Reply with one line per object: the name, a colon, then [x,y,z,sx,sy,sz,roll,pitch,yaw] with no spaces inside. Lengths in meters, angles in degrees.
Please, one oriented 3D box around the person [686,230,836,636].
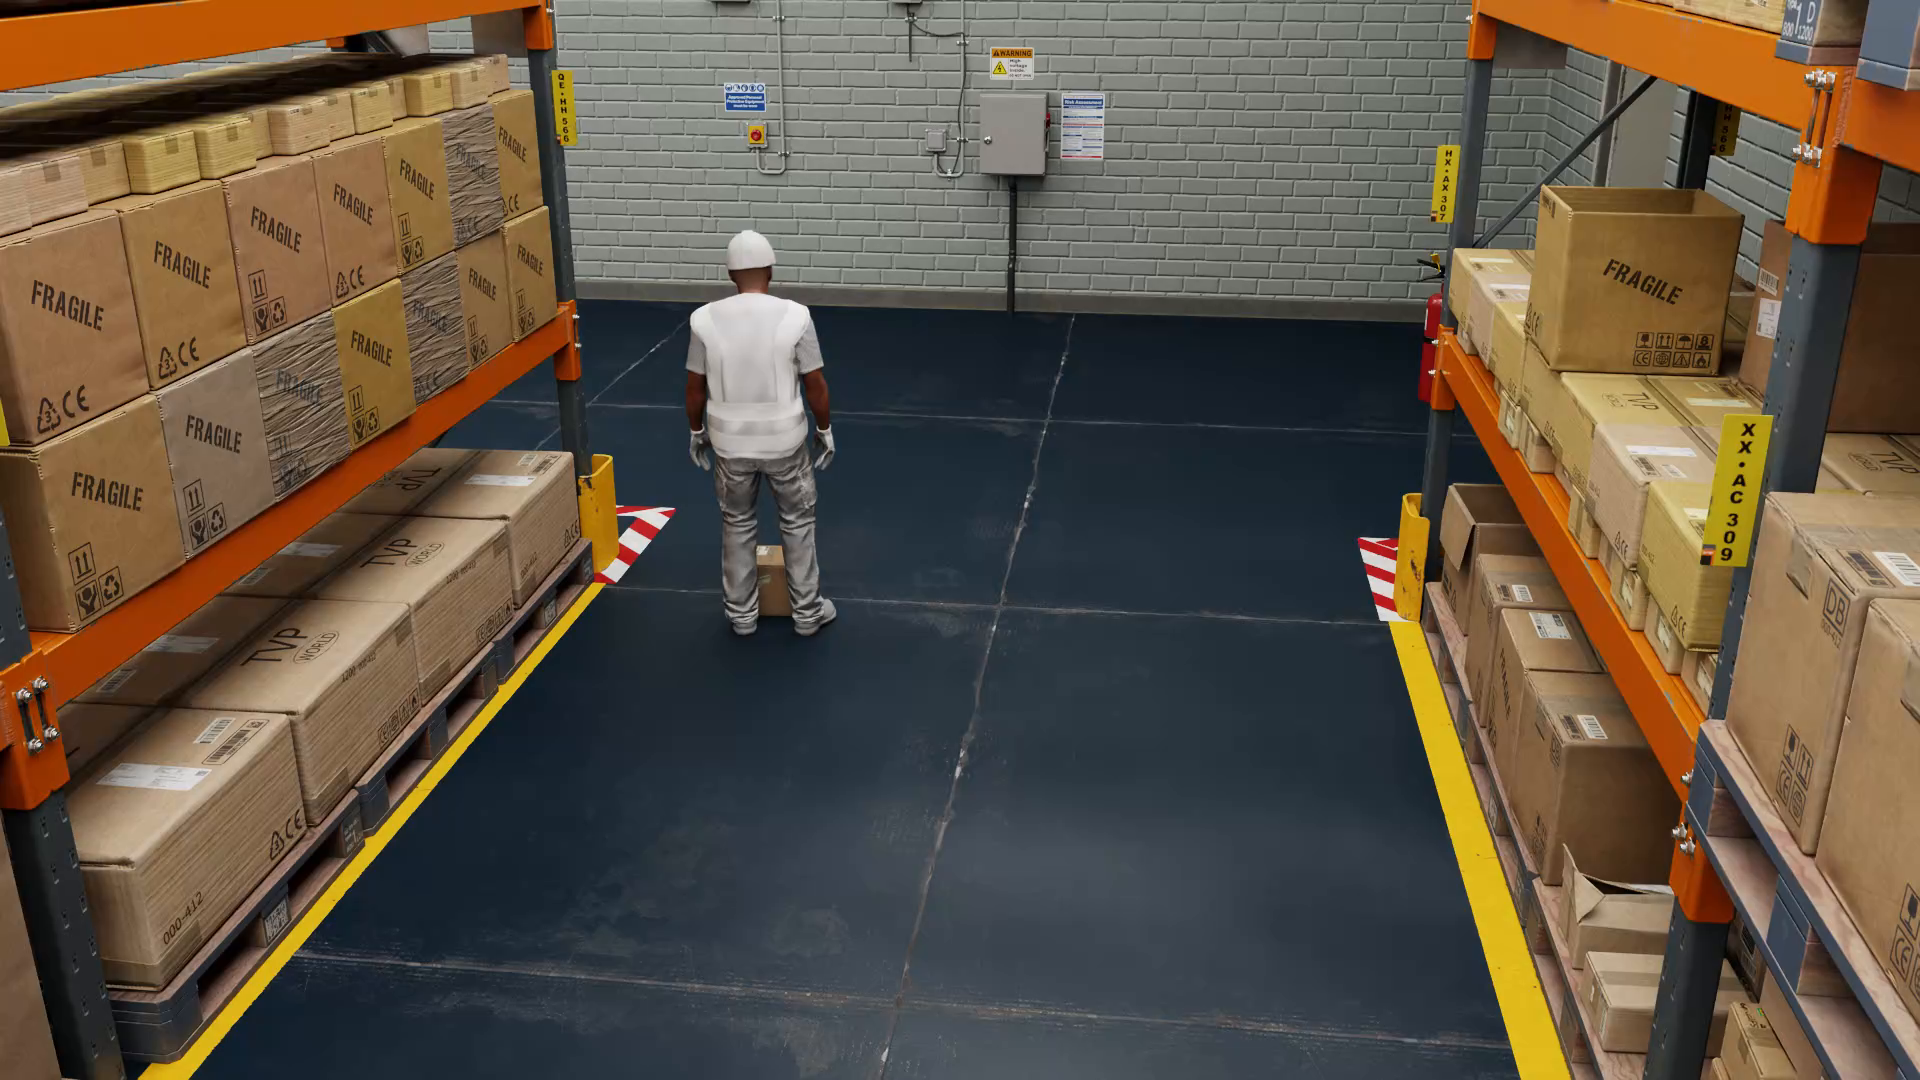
person: [-0.864,-0.442,7.219,0.633,1.775,0.447,1,21,2]
